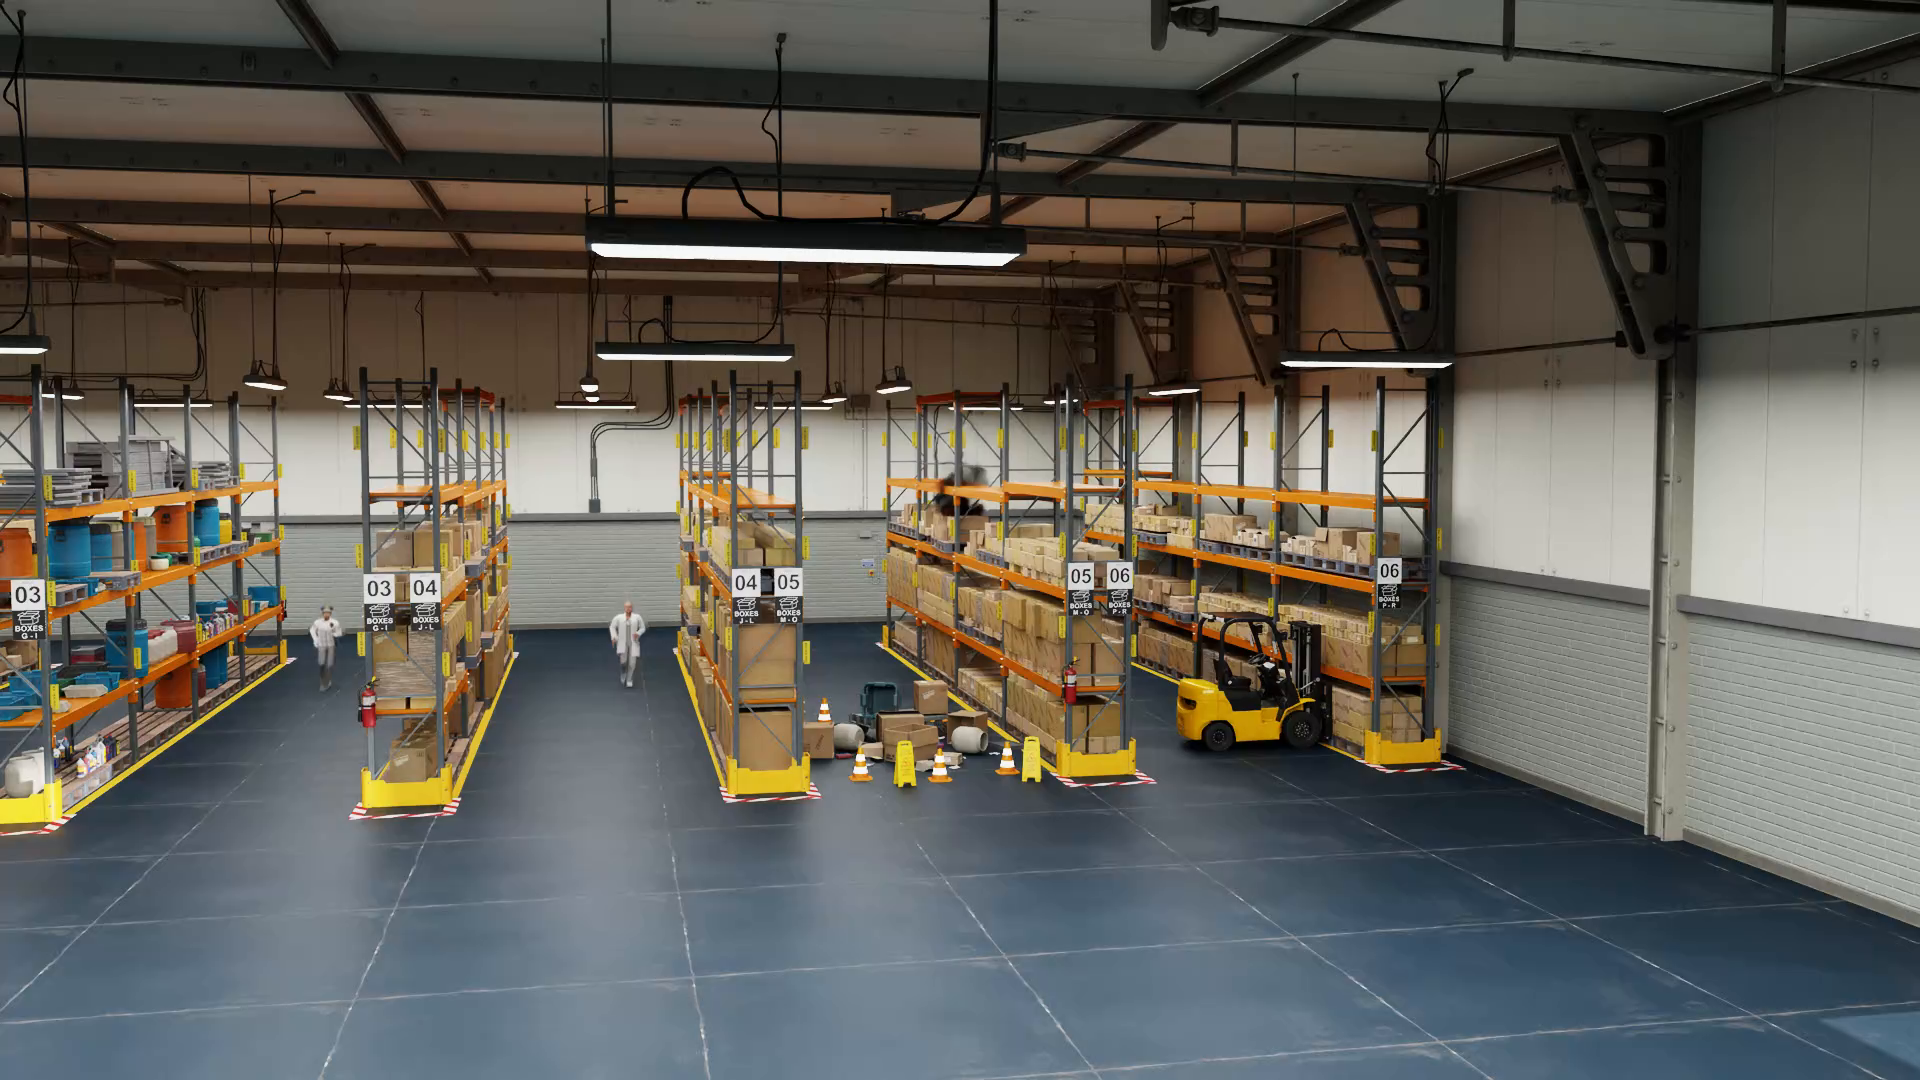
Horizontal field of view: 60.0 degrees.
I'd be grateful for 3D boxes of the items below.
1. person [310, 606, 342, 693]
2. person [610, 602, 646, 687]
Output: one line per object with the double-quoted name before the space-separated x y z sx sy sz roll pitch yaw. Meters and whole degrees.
"person" -12.702 2.181 33.360 0.592 1.753 0.735 -1 4 -22
"person" -6.732 2.114 33.746 0.714 1.713 0.633 -1 3 -13
